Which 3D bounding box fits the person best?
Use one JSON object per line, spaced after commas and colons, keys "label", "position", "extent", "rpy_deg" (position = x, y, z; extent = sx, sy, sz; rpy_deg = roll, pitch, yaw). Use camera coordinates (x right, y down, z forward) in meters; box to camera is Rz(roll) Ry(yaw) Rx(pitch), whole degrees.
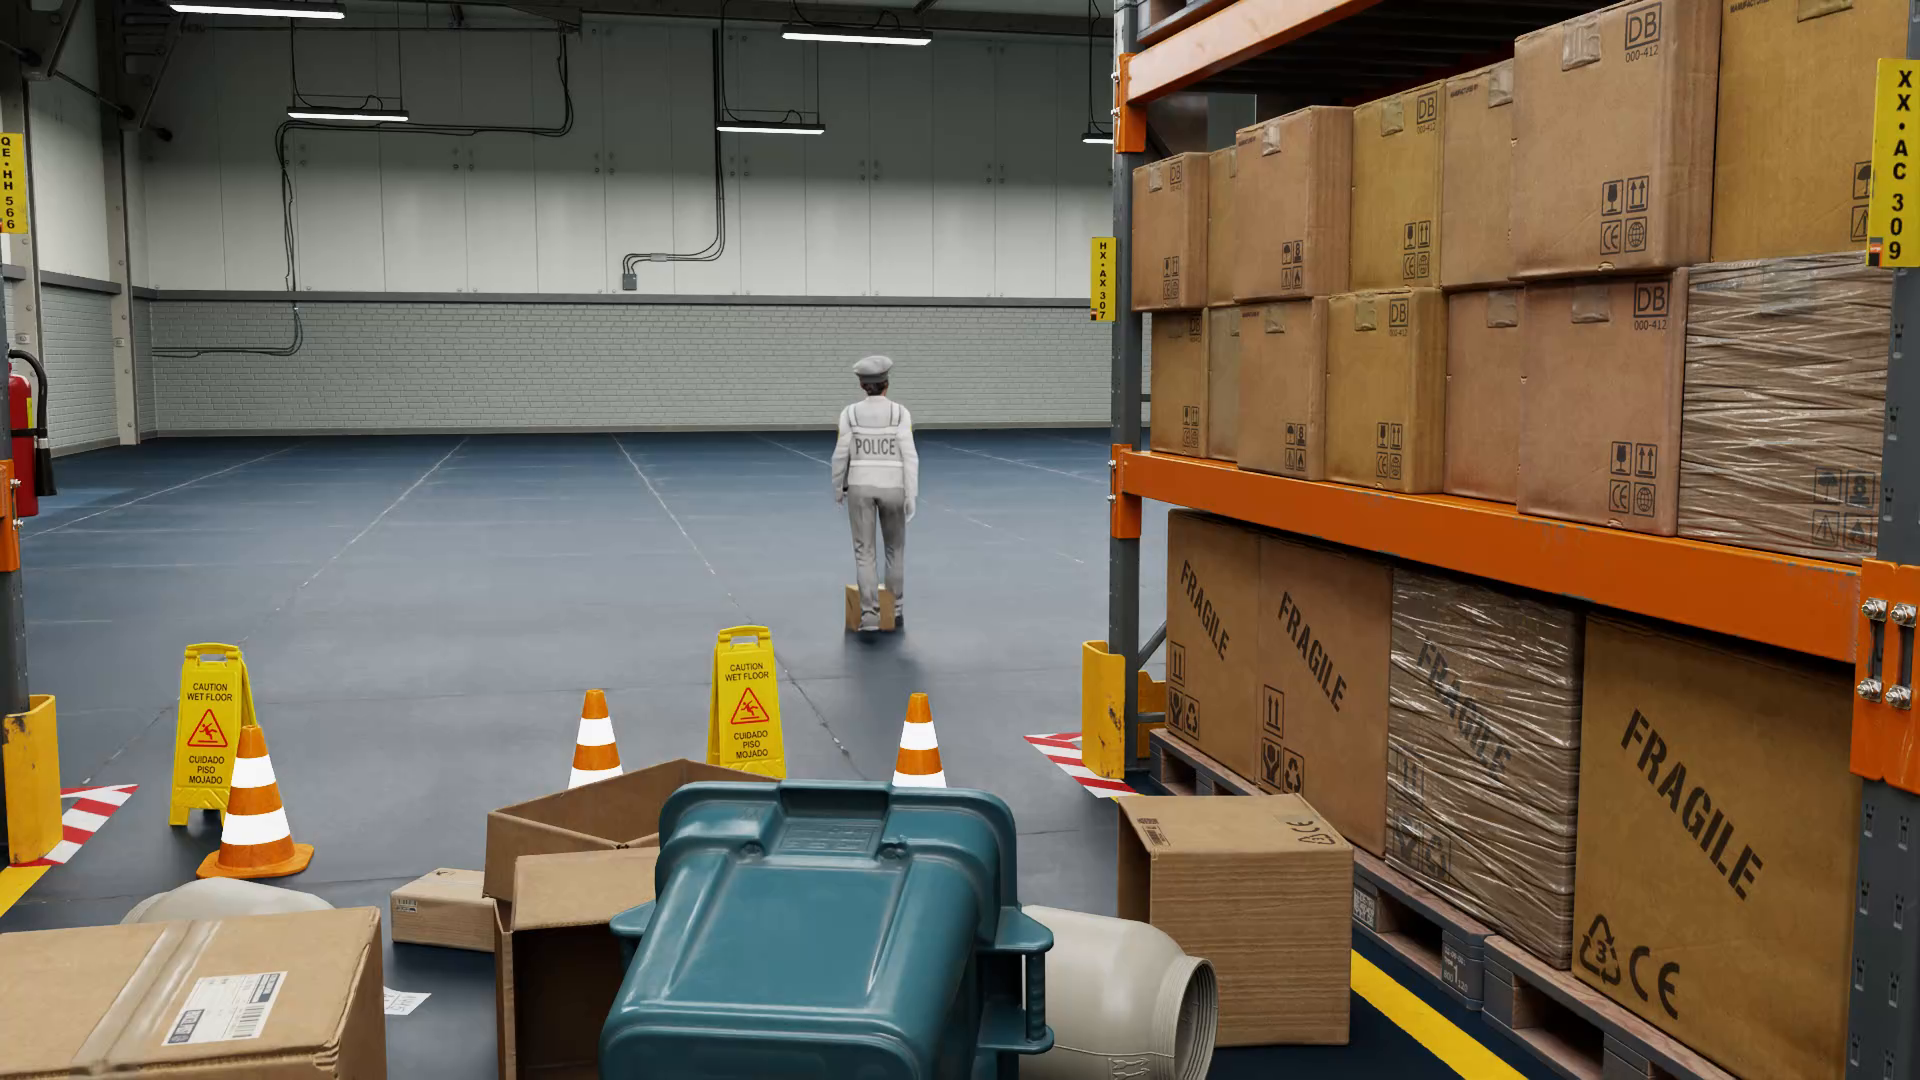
{"label": "person", "position": [-0.517, -0.277, 10.077], "extent": [0.518, 1.678, 0.914], "rpy_deg": [0, 6, -4]}
